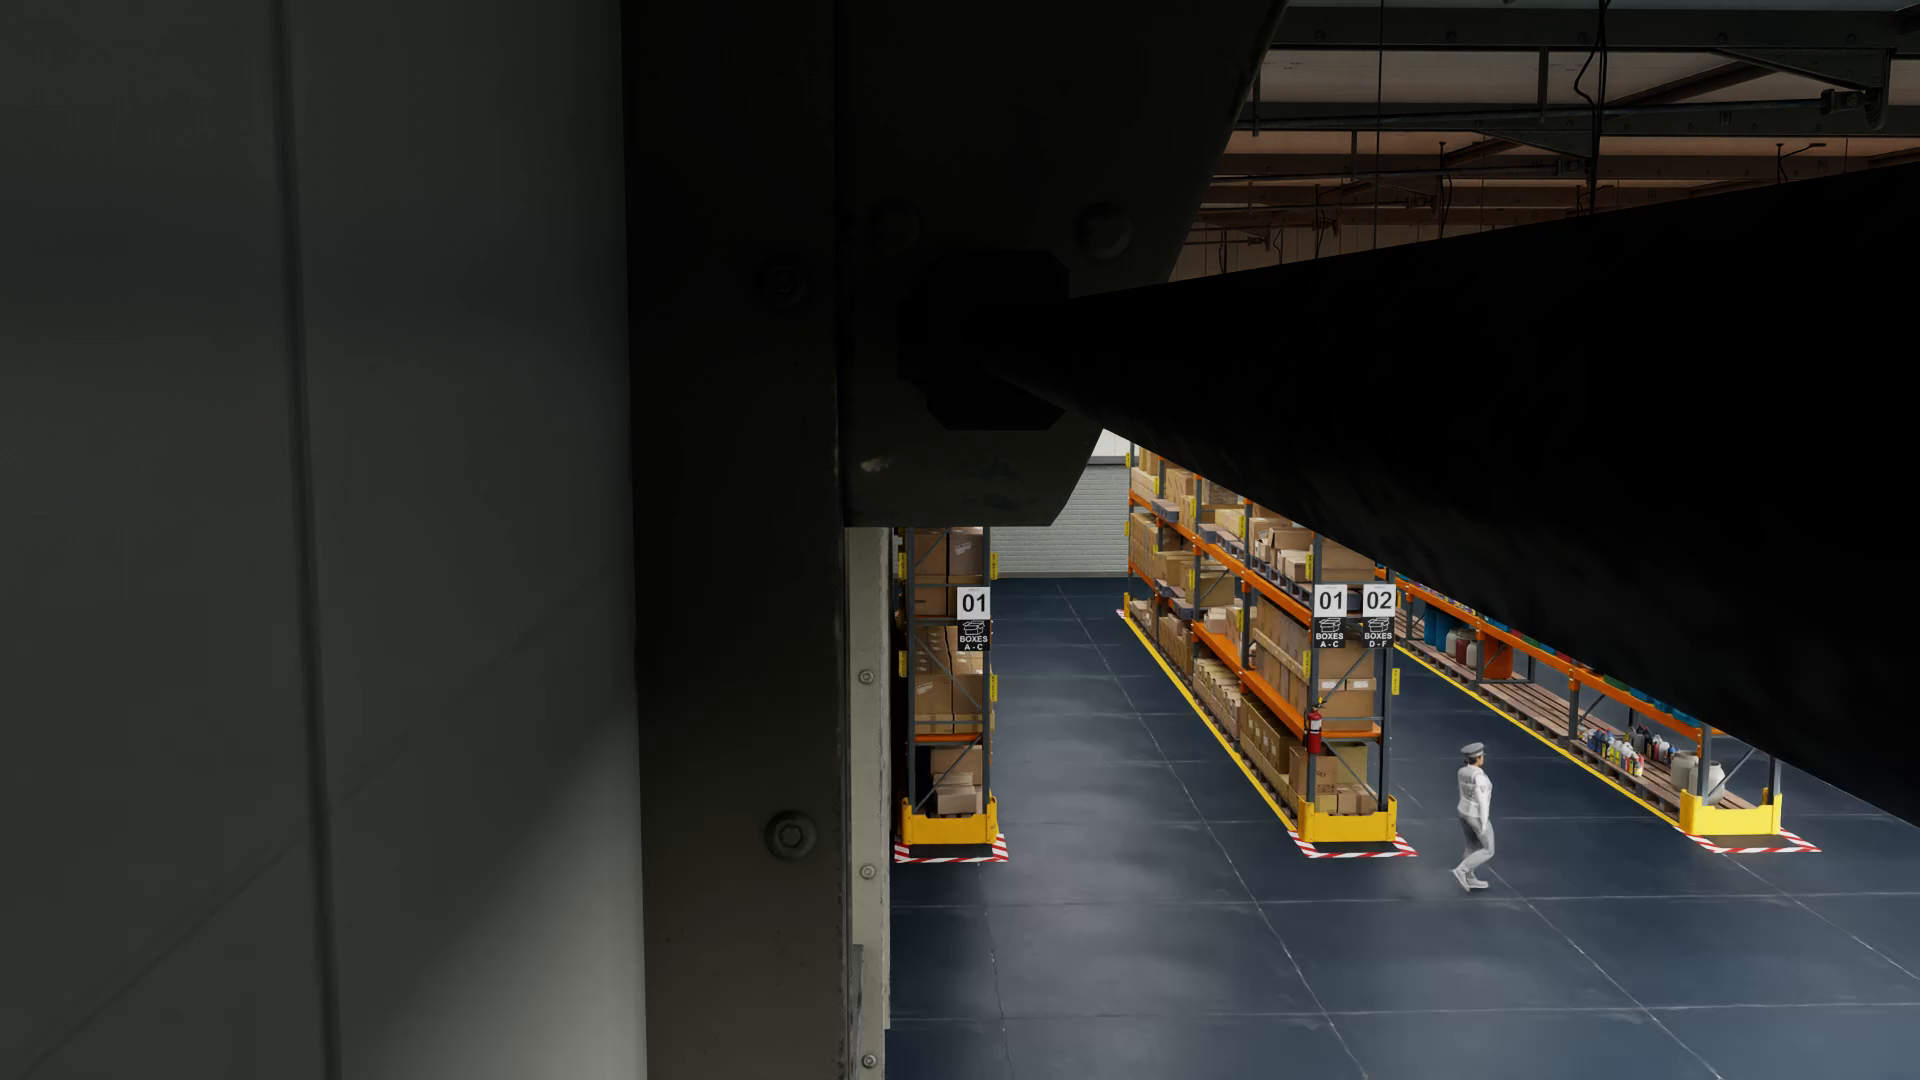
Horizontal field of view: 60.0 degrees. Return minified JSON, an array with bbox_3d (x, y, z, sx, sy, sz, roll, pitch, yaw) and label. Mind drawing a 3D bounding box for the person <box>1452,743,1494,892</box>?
[{"bbox_3d":[5.720,3.106,18.635,0.540,1.677,0.500,-2,8,-16],"label":"person"}]
